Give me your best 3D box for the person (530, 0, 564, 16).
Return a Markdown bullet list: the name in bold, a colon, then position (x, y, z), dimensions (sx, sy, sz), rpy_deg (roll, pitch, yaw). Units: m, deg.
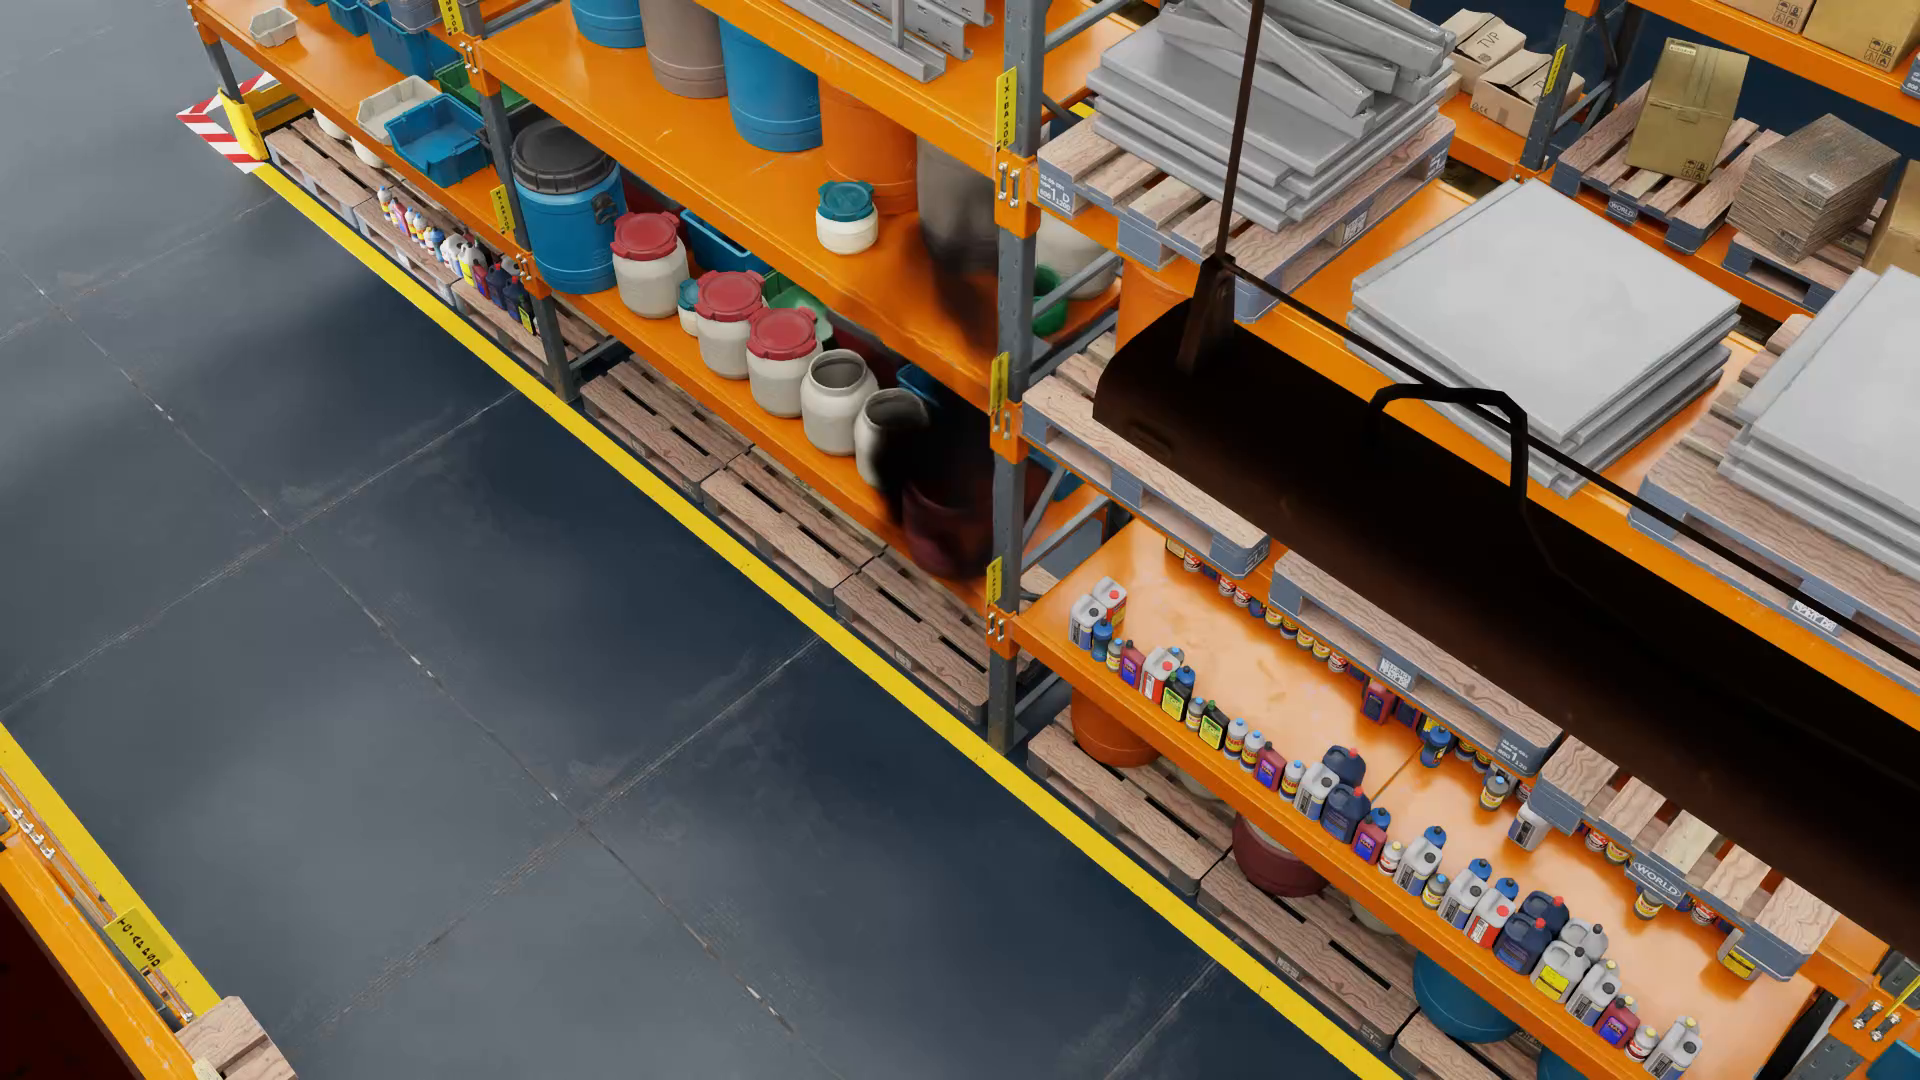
- **person**: position (-3.248, -4.290, 12.844), dimensions (0.689, 1.778, 0.922), rpy_deg (-32, 57, -24)
